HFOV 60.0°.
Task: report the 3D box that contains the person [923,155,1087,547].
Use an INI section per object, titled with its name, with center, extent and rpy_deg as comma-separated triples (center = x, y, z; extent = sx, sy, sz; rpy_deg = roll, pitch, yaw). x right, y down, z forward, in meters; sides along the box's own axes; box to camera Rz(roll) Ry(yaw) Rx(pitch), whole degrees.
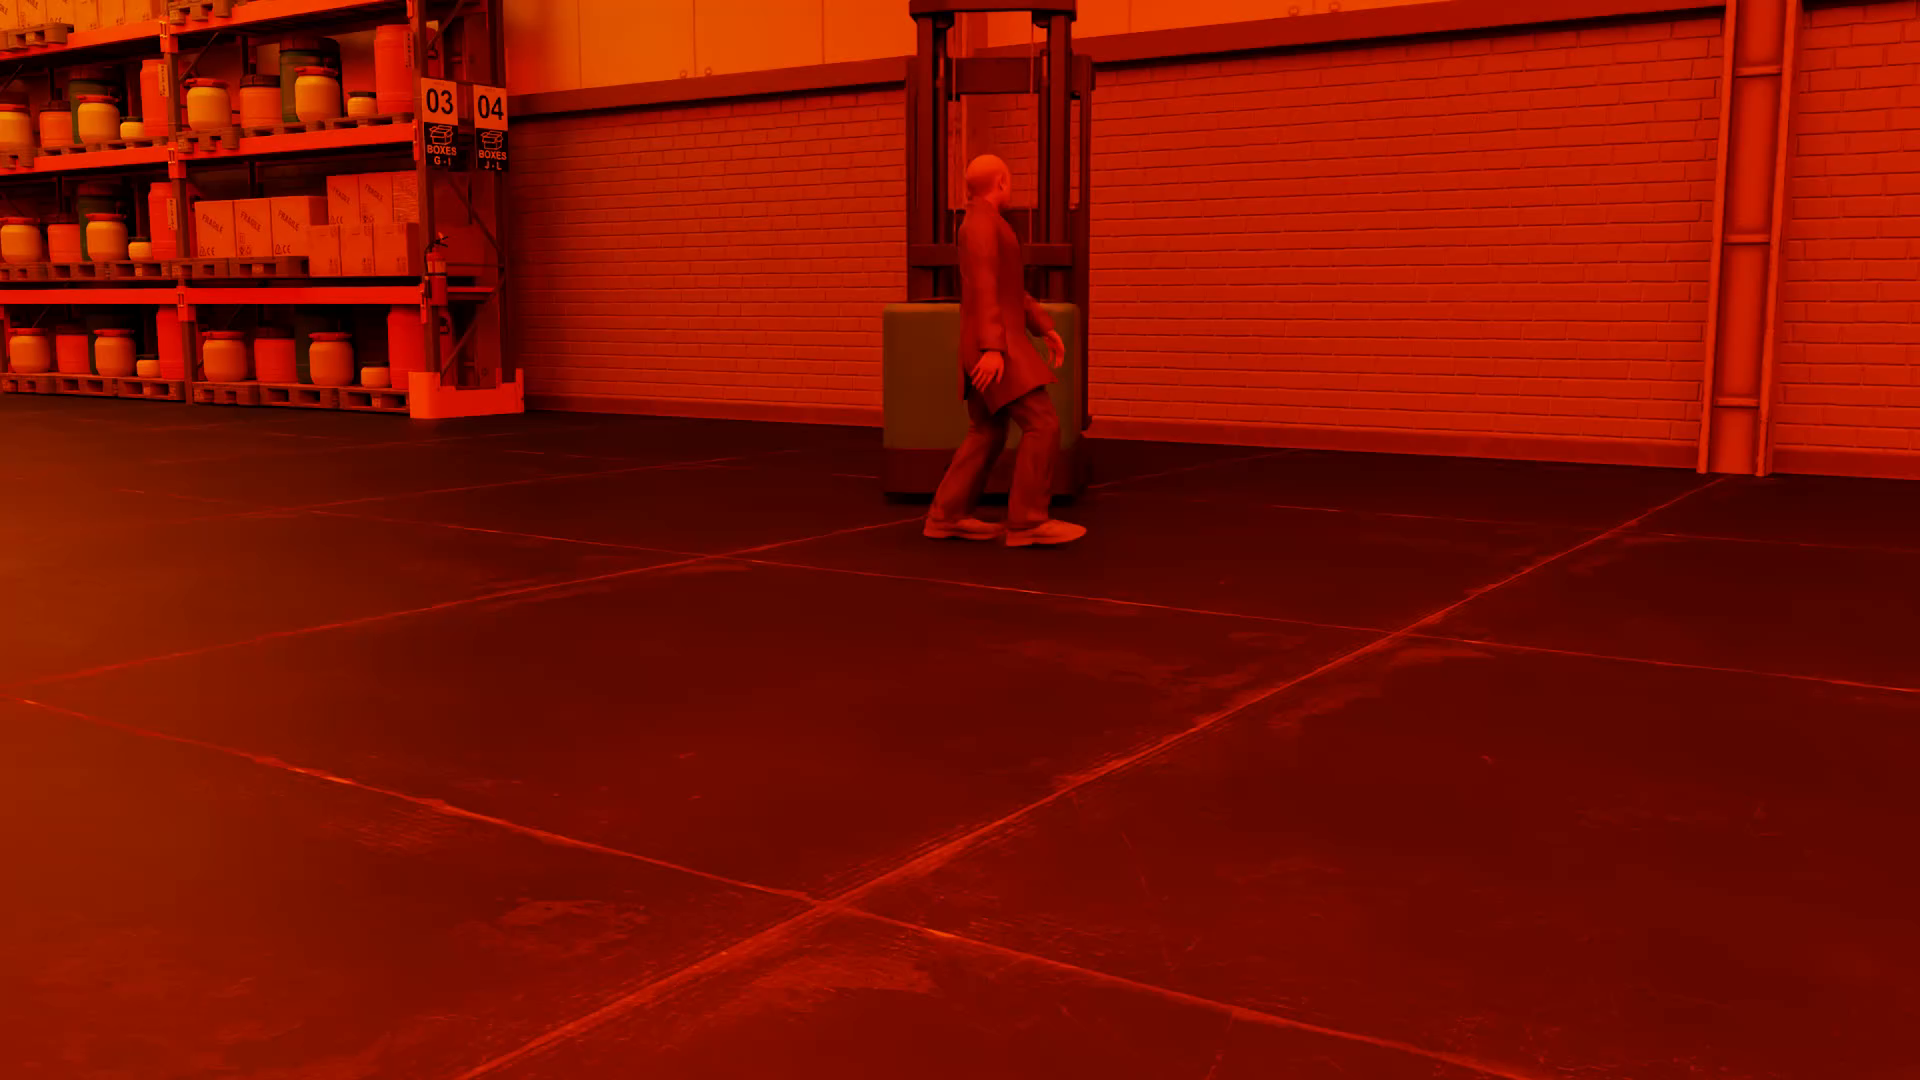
[person]
center = 0.184, -0.847, 7.448
extent = 0.683, 1.731, 0.677
rpy_deg = -1, 8, -7

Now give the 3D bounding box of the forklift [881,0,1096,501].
[forklift]
center = 0.253, -1.804, 10.108
extent = 1.129, 2.867, 3.031
rpy_deg = 1, 8, 6
